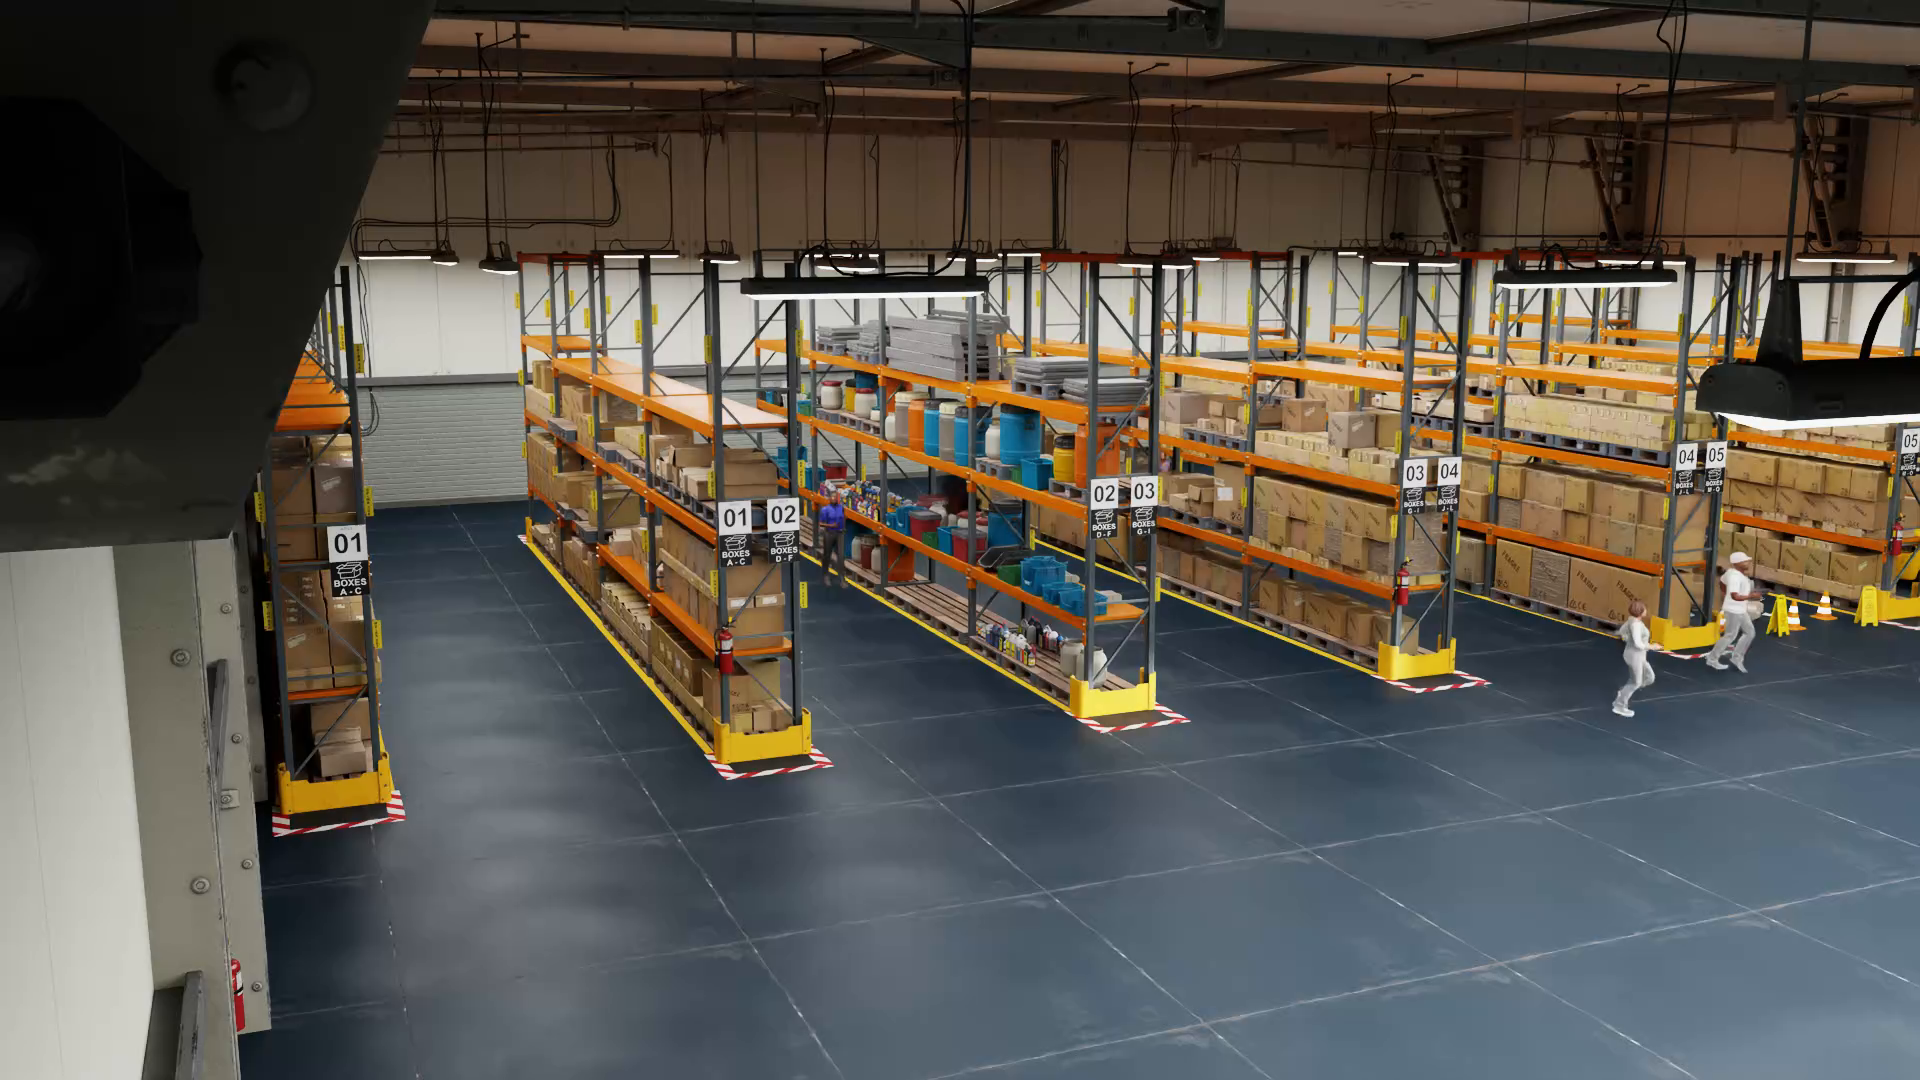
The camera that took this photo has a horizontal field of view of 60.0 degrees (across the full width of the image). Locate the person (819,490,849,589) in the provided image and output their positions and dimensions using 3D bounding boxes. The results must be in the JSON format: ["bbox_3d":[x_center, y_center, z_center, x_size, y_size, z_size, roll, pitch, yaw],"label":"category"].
[{"bbox_3d":[-2.176,-0.008,28.831,0.578,1.710,0.815,-5,12,-26],"label":"person"}]

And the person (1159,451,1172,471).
[{"bbox_3d":[4.555,-1.241,37.543,0.531,1.572,0.583,-3,11,-15],"label":"person"}]

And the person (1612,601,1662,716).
[{"bbox_3d":[9.009,1.572,22.081,0.563,1.563,0.522,4,11,20],"label":"person"}]

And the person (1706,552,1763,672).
[{"bbox_3d":[11.348,1.077,24.327,0.678,1.833,0.688,6,12,29],"label":"person"}]
